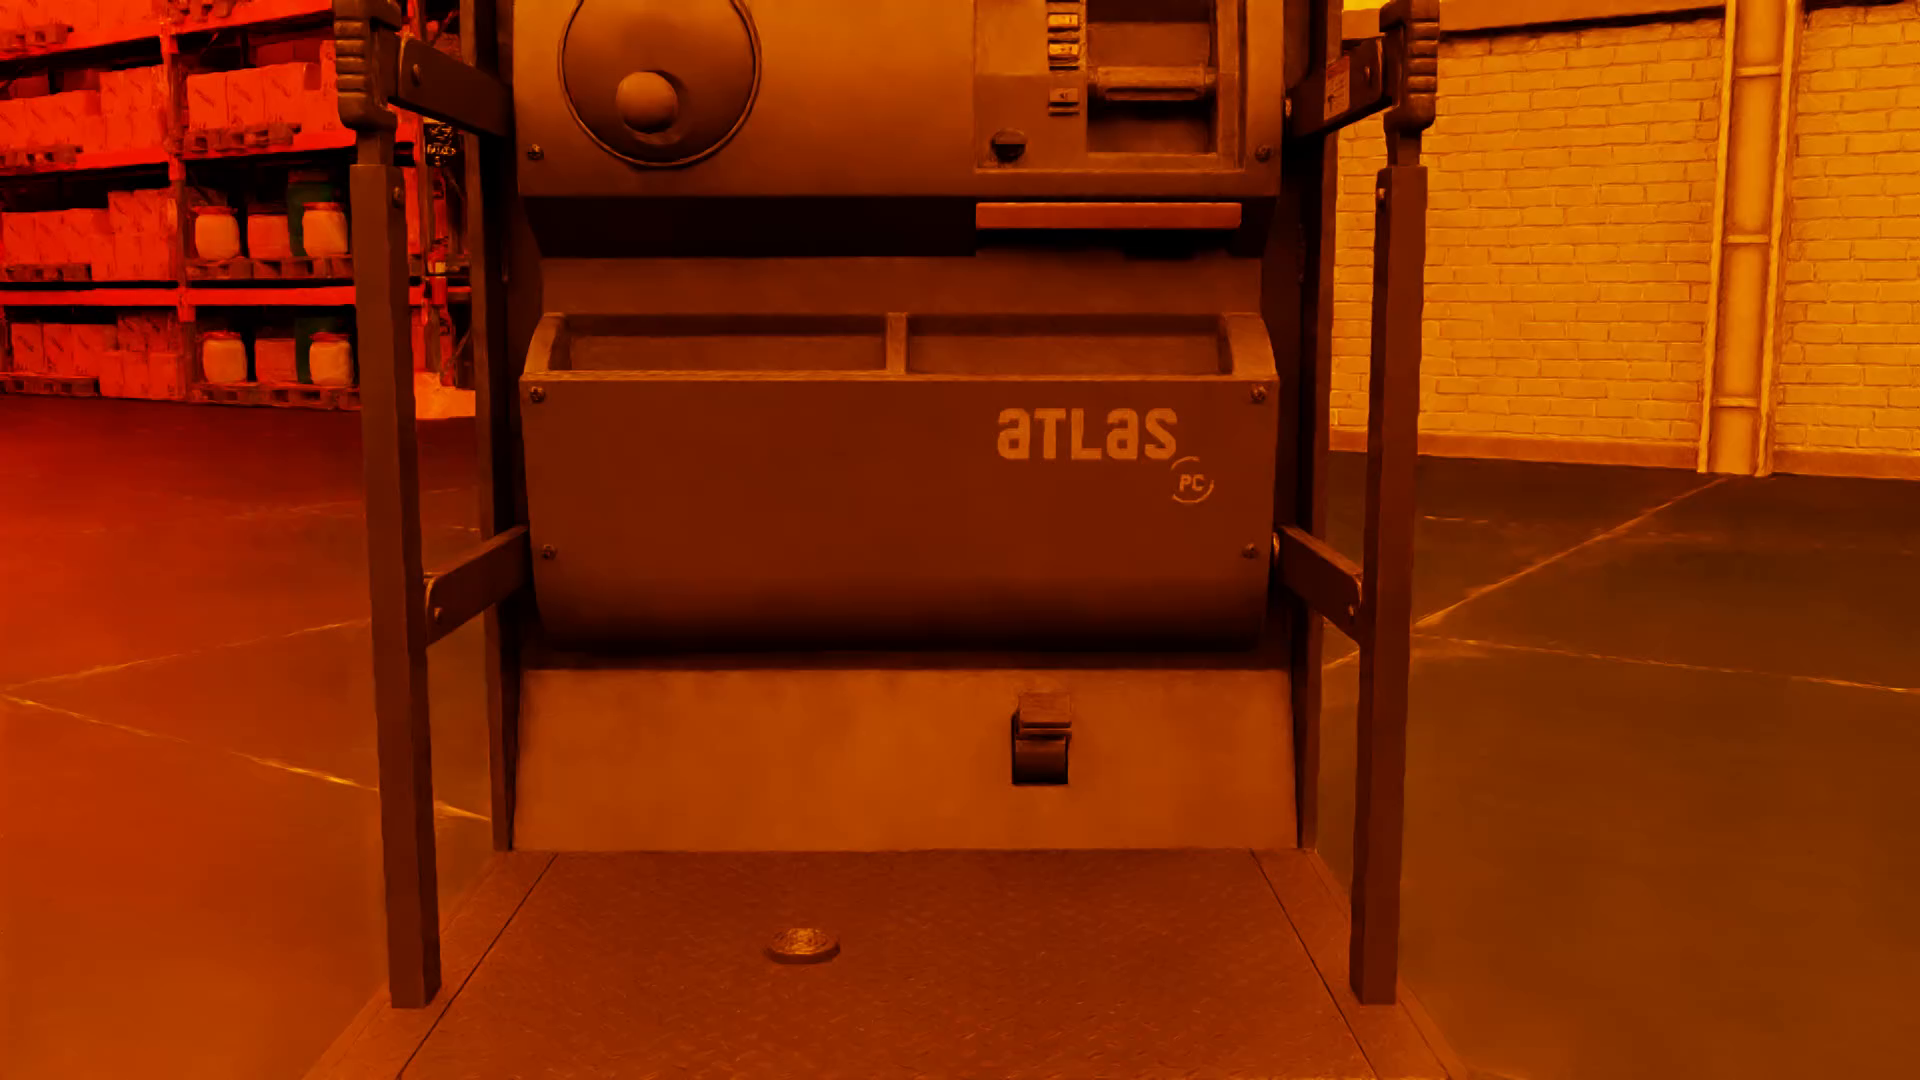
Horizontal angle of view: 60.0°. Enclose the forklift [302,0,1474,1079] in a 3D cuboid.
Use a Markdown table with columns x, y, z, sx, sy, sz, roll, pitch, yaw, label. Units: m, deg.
| x | y | z | sx | sy | sz | roll | pitch | yaw | label |
| --- | --- | --- | --- | --- | --- | --- | --- | --- | --- |
| -0.070 | -0.659 | 1.828 | 1.130 | 2.935 | 3.031 | 0 | 8 | 0 | forklift |
